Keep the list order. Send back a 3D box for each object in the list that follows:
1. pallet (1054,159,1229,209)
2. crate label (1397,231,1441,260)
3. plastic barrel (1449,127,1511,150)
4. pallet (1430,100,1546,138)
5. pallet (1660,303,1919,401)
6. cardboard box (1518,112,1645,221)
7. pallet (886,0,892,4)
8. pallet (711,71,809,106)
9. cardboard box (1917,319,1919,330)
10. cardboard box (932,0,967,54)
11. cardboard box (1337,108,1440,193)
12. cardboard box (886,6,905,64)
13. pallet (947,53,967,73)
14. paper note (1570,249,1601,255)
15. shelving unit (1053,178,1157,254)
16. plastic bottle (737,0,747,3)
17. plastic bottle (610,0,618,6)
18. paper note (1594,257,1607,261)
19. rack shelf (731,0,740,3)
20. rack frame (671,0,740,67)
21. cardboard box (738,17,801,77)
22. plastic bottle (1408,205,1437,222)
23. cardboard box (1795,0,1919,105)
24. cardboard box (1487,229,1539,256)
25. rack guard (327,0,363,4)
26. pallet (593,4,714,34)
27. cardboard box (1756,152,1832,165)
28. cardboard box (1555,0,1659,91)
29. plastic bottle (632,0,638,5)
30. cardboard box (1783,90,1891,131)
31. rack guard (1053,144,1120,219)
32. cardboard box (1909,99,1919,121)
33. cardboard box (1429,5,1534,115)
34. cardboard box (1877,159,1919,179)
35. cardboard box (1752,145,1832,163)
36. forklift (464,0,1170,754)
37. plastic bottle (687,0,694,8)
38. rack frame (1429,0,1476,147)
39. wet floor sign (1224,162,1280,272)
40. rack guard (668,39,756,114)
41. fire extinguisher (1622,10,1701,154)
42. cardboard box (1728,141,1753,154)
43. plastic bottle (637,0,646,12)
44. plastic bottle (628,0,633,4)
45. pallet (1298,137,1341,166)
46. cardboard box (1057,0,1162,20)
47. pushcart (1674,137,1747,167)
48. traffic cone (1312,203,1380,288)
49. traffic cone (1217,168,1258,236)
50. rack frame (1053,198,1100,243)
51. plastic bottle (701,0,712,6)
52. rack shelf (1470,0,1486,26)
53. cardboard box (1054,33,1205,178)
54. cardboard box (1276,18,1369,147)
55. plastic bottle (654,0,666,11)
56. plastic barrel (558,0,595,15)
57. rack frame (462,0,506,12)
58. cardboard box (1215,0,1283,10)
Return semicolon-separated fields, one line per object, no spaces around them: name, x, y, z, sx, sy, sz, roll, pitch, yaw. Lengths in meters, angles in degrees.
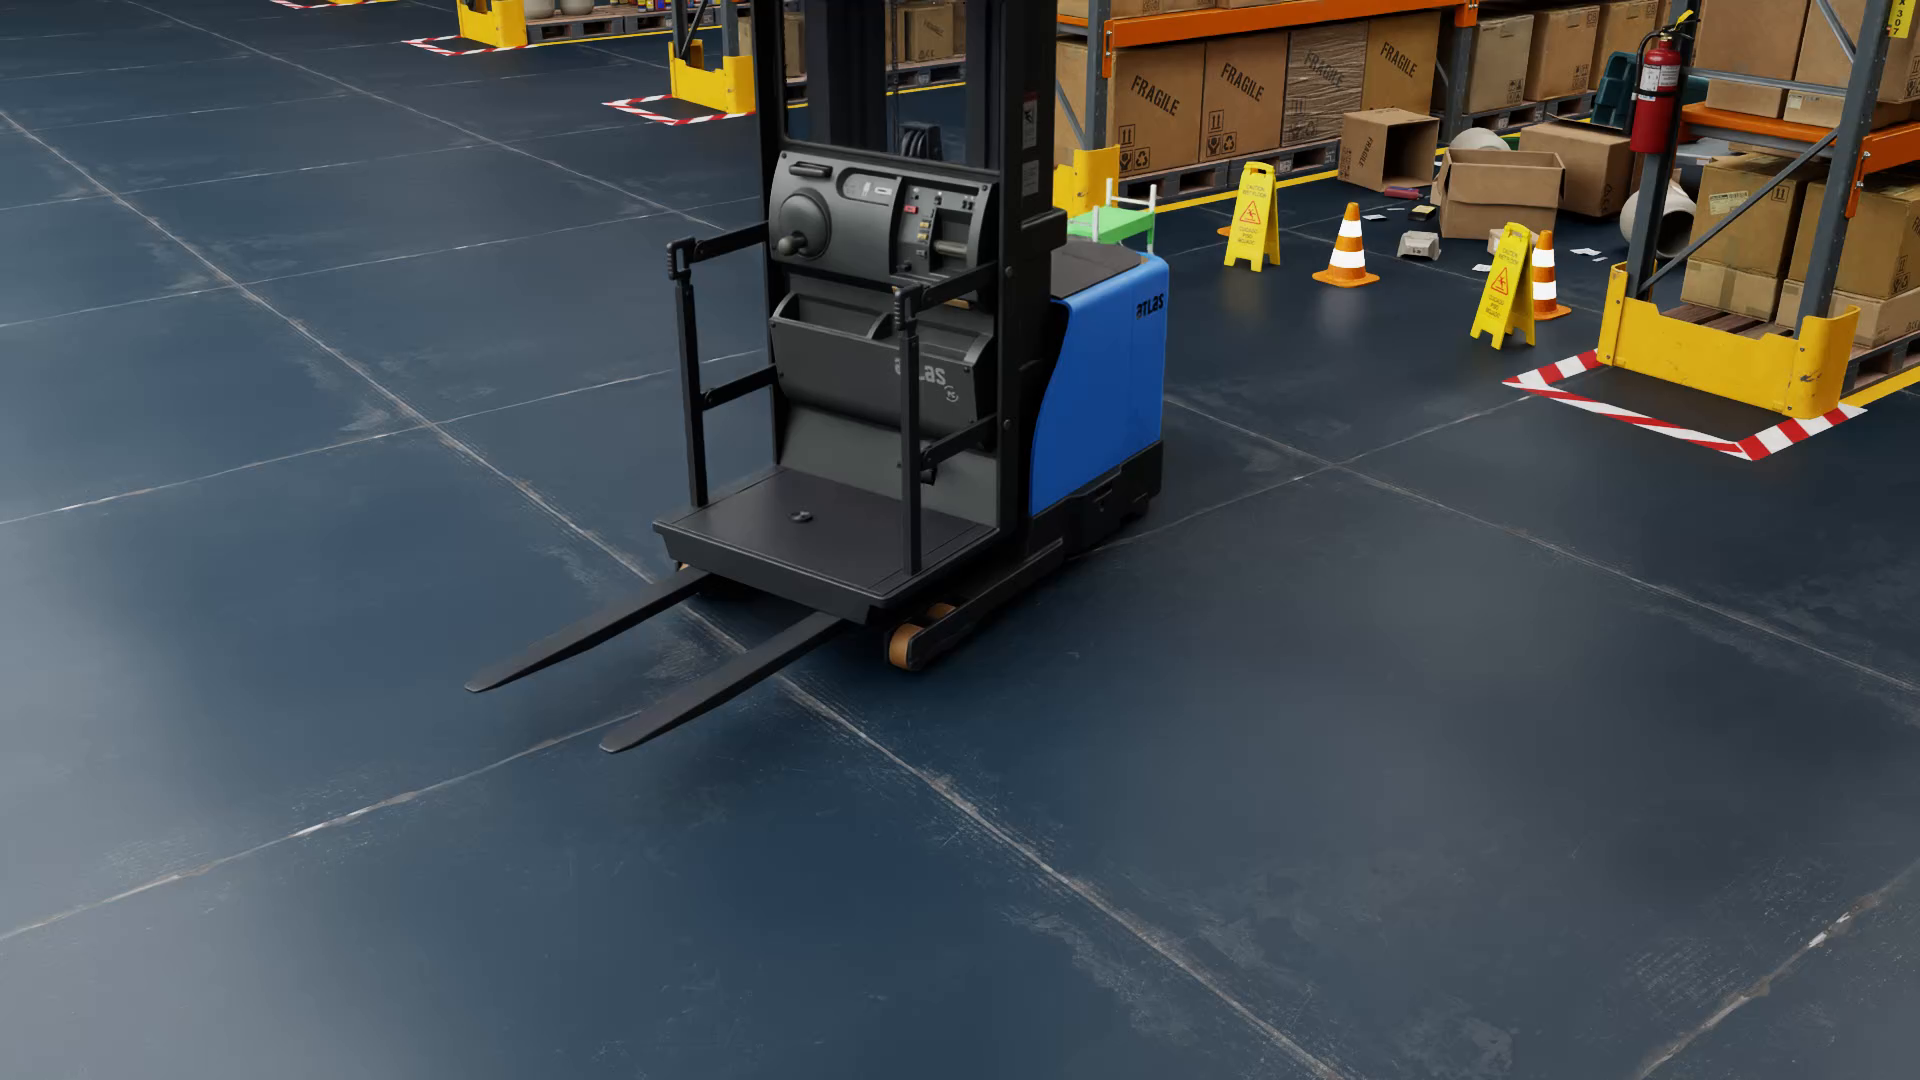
pallet;1.225;-2.729;12.380;1.213;0.211;1.003;-18;31;-34
crate label;2.948;-1.892;10.664;0.250;0.136;0.298;10;27;20
plastic barrel;3.846;-2.828;12.341;0.421;0.421;0.512;1;25;2
pallet;4.352;-3.760;14.601;1.213;0.211;1.003;-18;31;-34
pallet;4.499;-1.101;8.872;1.213;0.211;1.003;-18;31;-34
cardboard box;4.329;-2.617;11.630;0.503;0.637;0.797;-18;31;-34
pallet;-1.652;-7.062;21.715;1.213;0.211;1.003;-18;31;-34
pallet;-1.616;-4.384;15.946;1.213;0.211;1.003;-18;31;-34
cardboard box;4.990;-1.338;8.838;0.500;0.250;0.500;-17;30;-32
cardboard box;0.025;-5.284;17.042;0.500;0.500;0.500;-9;26;-18
cardboard box;3.203;-2.924;12.453;0.500;0.500;0.500;-13;28;-25
cardboard box;-0.882;-4.966;16.358;0.500;0.500;0.500;-15;29;-29
pallet;0.304;-5.018;17.312;1.213;0.211;1.003;-18;31;-34
paper note;4.055;-1.871;10.759;0.142;0.019;0.148;-8;26;-16
shelving unit;0.608;-0.939;7.341;0.258;1.200;0.503;16;29;31
plastic bottle;-2.726;-6.795;20.452;0.185;0.351;0.144;-20;32;-37
plastic bottle;-4.219;-6.623;20.260;0.097;0.201;0.097;0;25;0
paper note;4.079;-1.789;10.593;0.123;0.001;0.032;-18;31;-34
rack shelf;-0.763;-5.623;16.158;4.000;0.370;1.077;-18;31;-34
rack frame;-2.337;-5.430;14.887;0.127;3.000;1.000;-18;31;-34
cardboard box;-1.835;-4.643;15.662;0.500;0.500;0.500;-12;28;-25
plastic bottle;3.236;-2.288;11.606;0.133;0.061;0.283;15;29;29
cardboard box;4.322;-2.359;7.797;0.500;0.500;0.500;-19;31;-35
cardboard box;3.562;-1.863;10.588;0.250;0.149;0.380;-3;25;-7
rack guard;-8.466;-7.573;22.473;0.348;0.500;1.175;-18;31;-34
pallet;-3.761;-6.366;20.215;1.213;0.211;1.003;-18;31;-34
cardboard box;4.656;-1.862;9.075;0.500;0.500;0.500;-17;30;-32
cardboard box;5.719;-4.652;15.384;0.750;0.750;1.050;-18;30;-33
plastic bottle;-3.937;-6.682;20.288;0.133;0.283;0.061;-18;31;-34
cardboard box;4.173;-2.053;7.908;0.250;0.149;0.380;-18;30;-34
rack guard;0.625;-2.621;11.803;0.348;0.500;1.175;-18;31;-34
cardboard box;4.622;-2.165;8.150;0.250;0.149;0.380;-19;31;-36
cardboard box;4.225;-4.161;14.326;0.750;0.750;1.050;-18;31;-34
cardboard box;5.011;-1.692;8.709;0.500;0.500;0.500;-20;31;-36
cardboard box;4.495;-2.137;8.897;0.250;0.149;0.380;-17;30;-33
forklift;-0.411;-1.103;5.646;1.130;2.935;3.031;17;30;32
plastic bottle;-3.266;-6.568;20.058;0.097;0.271;0.097;0;25;0
rack frame;3.792;-4.800;13.529;0.127;3.000;1.000;-18;31;-34
wet floor sign;1.843;-2.029;10.356;0.267;0.644;0.232;21;32;37
rack guard;-2.277;-4.316;15.456;0.348;0.500;1.175;-18;31;-34
fire extinguisher;3.404;-2.235;8.094;0.183;0.674;0.296;-18;31;-34
cardboard box;5.804;-2.978;11.673;0.500;0.500;0.500;-18;31;-34
plastic bottle;-3.774;-6.400;19.696;0.097;0.271;0.097;0;25;0
plastic bottle;-4.003;-6.714;20.365;0.135;0.276;0.152;-18;30;-34
pallet;3.145;-3.363;13.746;1.213;0.211;1.003;-18;31;-34
cardboard box;0.908;-3.940;11.498;0.550;0.550;0.875;-18;31;-34
pushcart;5.479;-2.739;12.203;1.648;0.377;0.936;15;29;29
traffic cone;2.368;-1.815;10.111;0.334;0.463;0.336;-18;31;-34
traffic cone;1.938;-2.277;11.108;0.334;0.463;0.336;-18;31;-34
rack frame;0.469;-0.858;7.158;0.240;1.200;0.015;16;29;31
plastic bottle;-3.110;-6.636;20.199;0.135;0.276;0.152;-18;30;-33
rack shelf;5.366;-4.993;14.800;4.000;0.370;1.077;-18;31;-34
cardboard box;1.137;-3.185;12.075;0.875;0.875;0.875;-18;30;-34
cardboard box;2.547;-3.651;13.078;0.875;0.875;0.875;-18;30;-34
plastic bottle;-3.585;-6.459;19.807;0.133;0.283;0.061;-18;30;-33
plastic barrel;-4.528;-6.459;19.561;0.421;0.512;0.421;0;25;0
rack frame;-5.393;-7.071;18.422;0.127;3.000;1.000;-18;31;-34
cardboard box;1.846;-4.194;12.046;0.550;0.550;0.875;-18;31;-34
